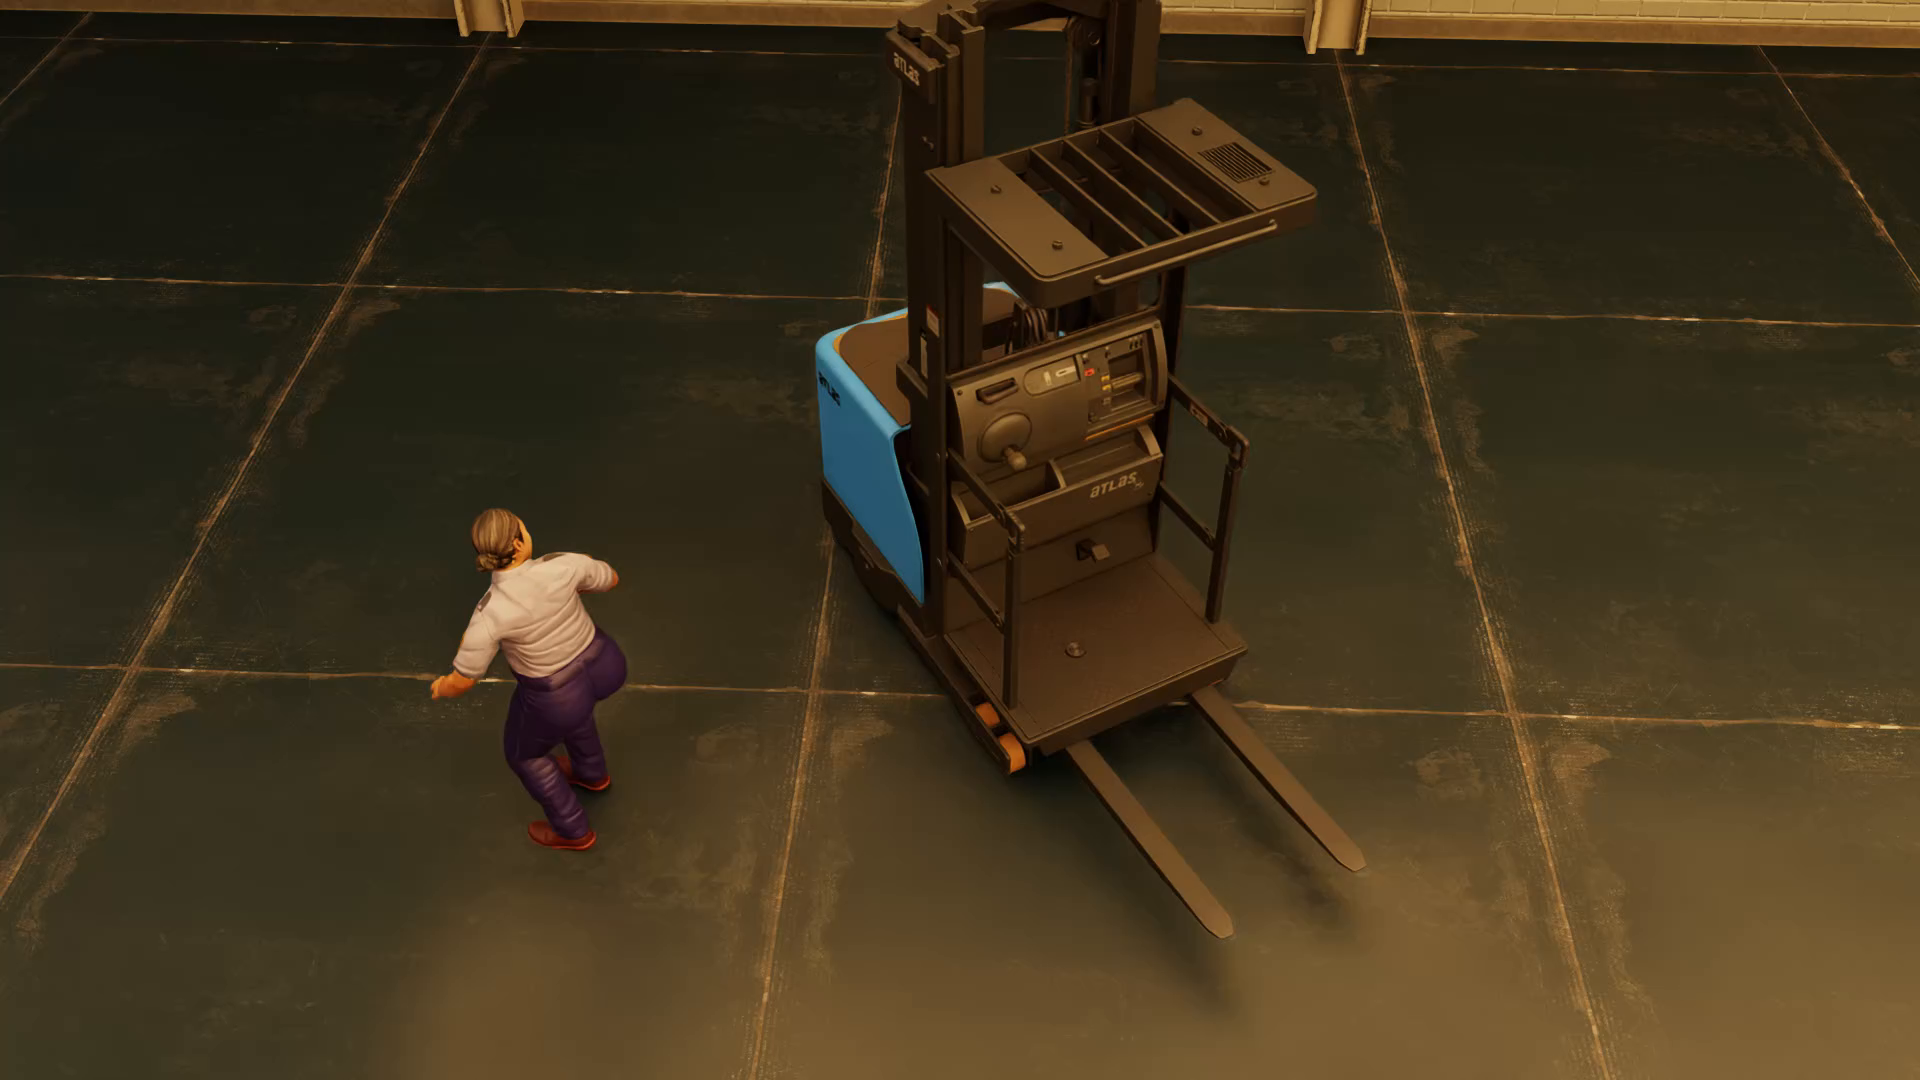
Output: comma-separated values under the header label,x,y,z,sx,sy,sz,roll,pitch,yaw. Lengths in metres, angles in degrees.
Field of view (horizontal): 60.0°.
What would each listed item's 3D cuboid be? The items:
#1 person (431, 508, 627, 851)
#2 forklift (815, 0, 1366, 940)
label,x,y,z,sx,sy,sz,roll,pitch,yaw
person,-1.573,0.511,6.212,0.541,1.590,0.720,27,49,27
forklift,0.501,-0.476,6.263,1.130,2.935,3.031,-21,46,-21
